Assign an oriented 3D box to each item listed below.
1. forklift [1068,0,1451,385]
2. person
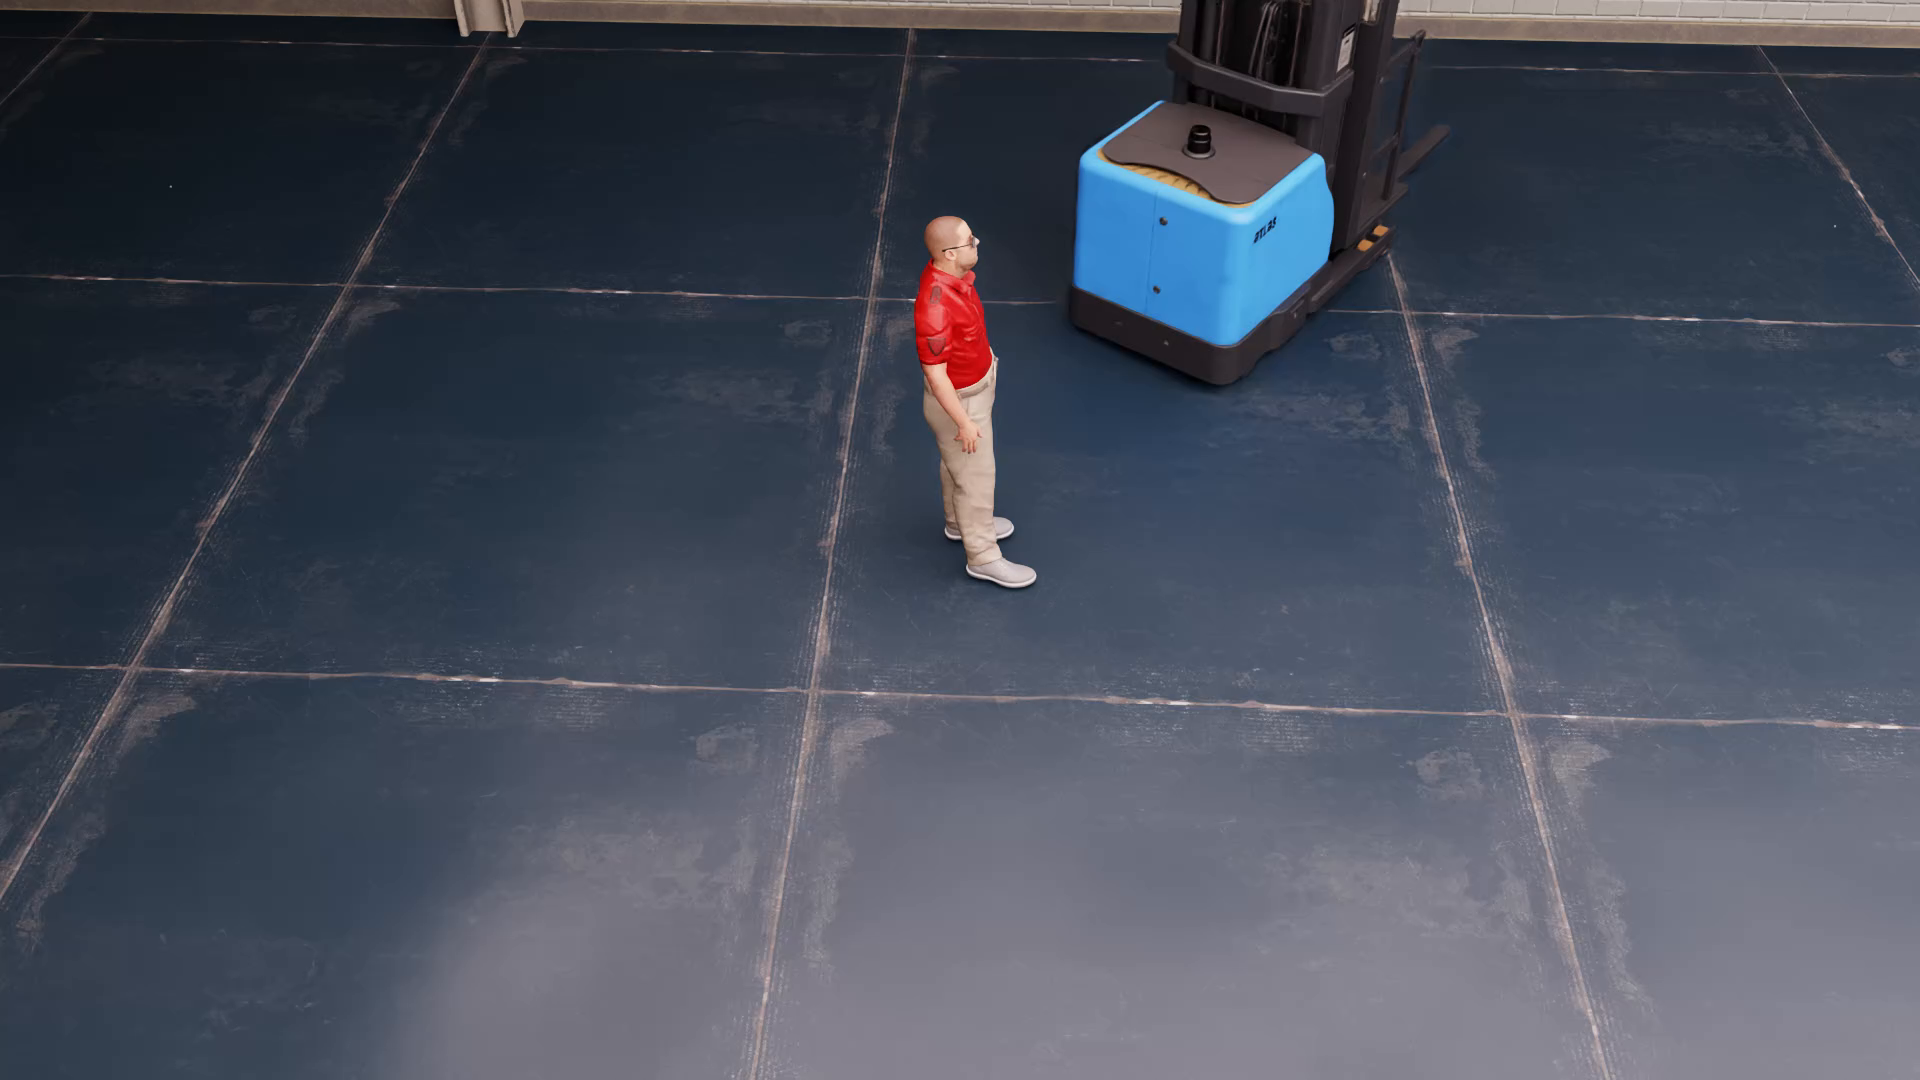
[{"bbox_3d":[1.890,-2.836,8.849,1.130,2.935,3.031,27,49,27],"label":"forklift"},{"bbox_3d":[0.089,-0.633,7.317,0.551,1.727,0.640,2,42,2],"label":"person"}]
